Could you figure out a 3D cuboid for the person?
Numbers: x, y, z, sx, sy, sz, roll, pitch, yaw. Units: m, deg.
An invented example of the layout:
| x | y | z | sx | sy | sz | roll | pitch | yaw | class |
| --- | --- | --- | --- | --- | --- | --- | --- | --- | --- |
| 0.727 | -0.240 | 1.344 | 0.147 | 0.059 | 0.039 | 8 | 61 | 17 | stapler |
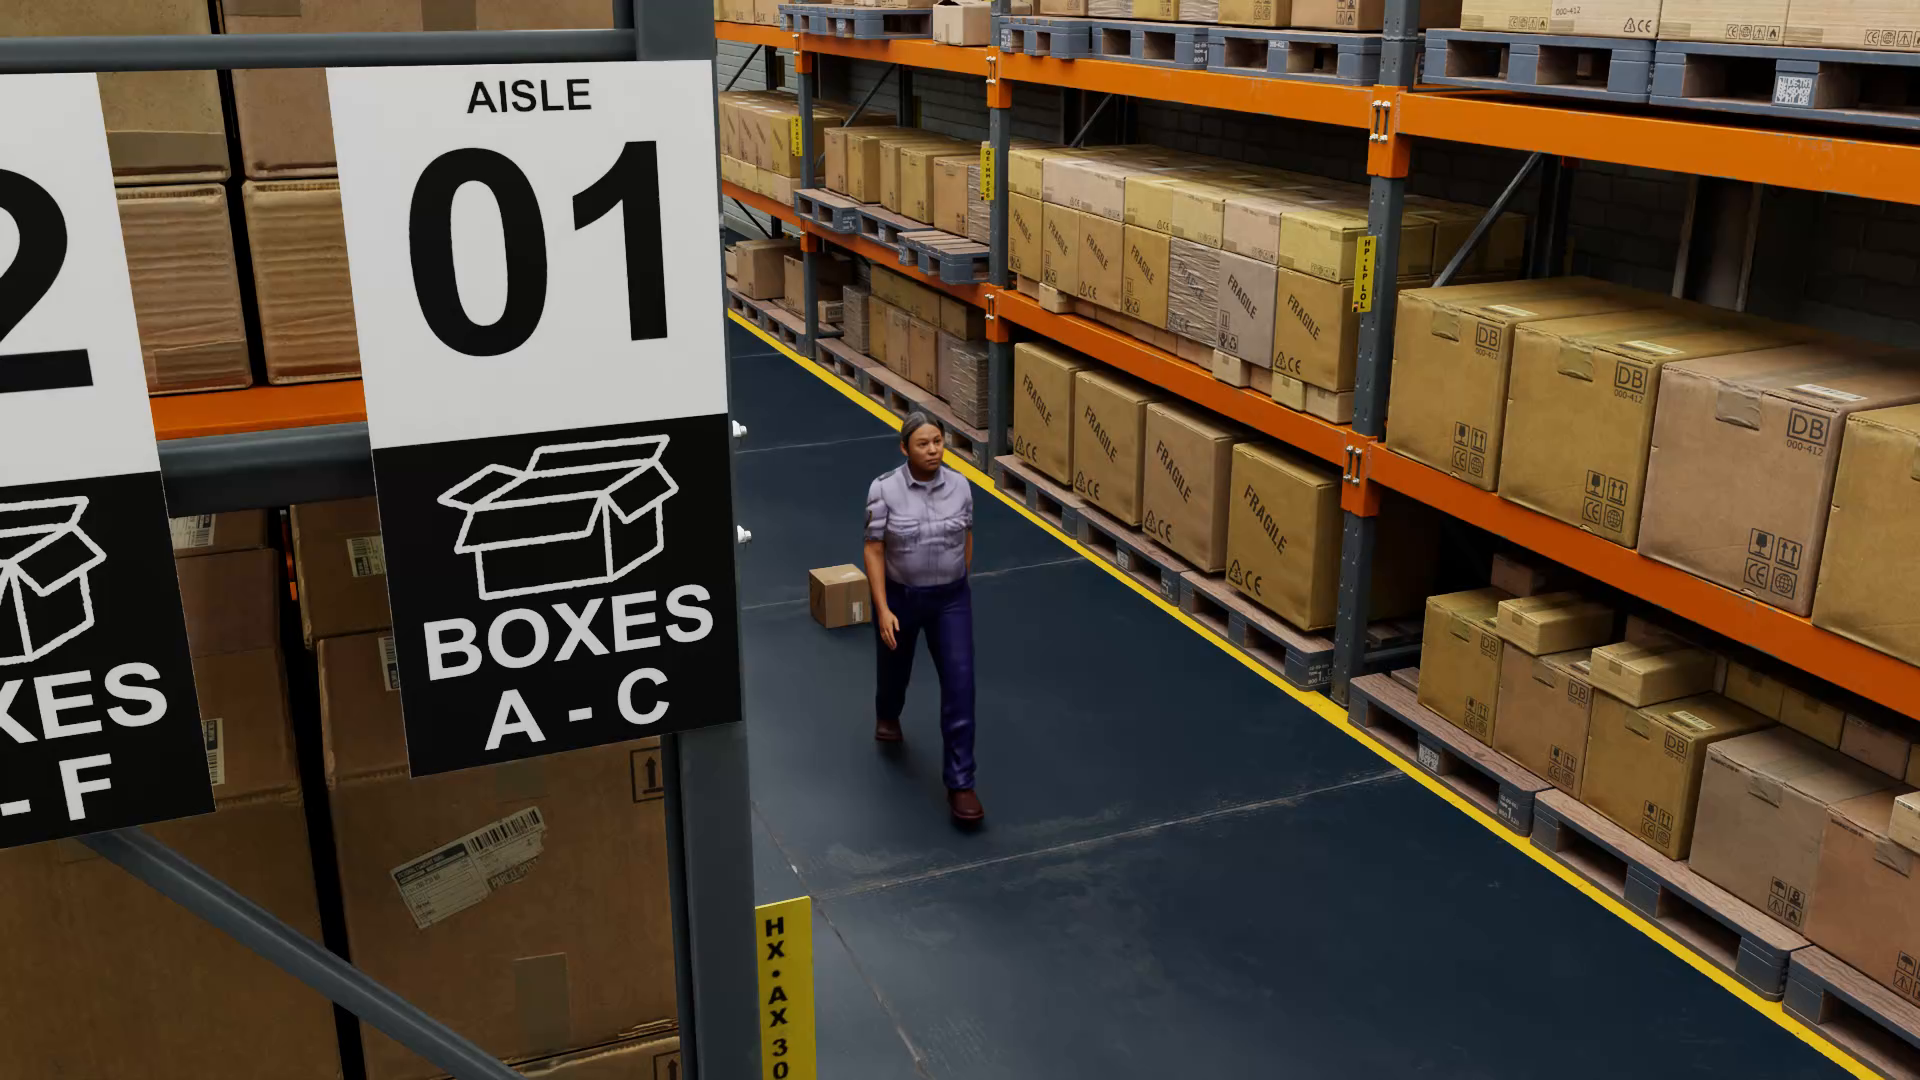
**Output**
| x | y | z | sx | sy | sz | roll | pitch | yaw | class |
| --- | --- | --- | --- | --- | --- | --- | --- | --- | --- |
| -0.160 | 0.254 | 6.839 | 0.482 | 1.590 | 1.025 | -4 | 19 | -11 | person |
